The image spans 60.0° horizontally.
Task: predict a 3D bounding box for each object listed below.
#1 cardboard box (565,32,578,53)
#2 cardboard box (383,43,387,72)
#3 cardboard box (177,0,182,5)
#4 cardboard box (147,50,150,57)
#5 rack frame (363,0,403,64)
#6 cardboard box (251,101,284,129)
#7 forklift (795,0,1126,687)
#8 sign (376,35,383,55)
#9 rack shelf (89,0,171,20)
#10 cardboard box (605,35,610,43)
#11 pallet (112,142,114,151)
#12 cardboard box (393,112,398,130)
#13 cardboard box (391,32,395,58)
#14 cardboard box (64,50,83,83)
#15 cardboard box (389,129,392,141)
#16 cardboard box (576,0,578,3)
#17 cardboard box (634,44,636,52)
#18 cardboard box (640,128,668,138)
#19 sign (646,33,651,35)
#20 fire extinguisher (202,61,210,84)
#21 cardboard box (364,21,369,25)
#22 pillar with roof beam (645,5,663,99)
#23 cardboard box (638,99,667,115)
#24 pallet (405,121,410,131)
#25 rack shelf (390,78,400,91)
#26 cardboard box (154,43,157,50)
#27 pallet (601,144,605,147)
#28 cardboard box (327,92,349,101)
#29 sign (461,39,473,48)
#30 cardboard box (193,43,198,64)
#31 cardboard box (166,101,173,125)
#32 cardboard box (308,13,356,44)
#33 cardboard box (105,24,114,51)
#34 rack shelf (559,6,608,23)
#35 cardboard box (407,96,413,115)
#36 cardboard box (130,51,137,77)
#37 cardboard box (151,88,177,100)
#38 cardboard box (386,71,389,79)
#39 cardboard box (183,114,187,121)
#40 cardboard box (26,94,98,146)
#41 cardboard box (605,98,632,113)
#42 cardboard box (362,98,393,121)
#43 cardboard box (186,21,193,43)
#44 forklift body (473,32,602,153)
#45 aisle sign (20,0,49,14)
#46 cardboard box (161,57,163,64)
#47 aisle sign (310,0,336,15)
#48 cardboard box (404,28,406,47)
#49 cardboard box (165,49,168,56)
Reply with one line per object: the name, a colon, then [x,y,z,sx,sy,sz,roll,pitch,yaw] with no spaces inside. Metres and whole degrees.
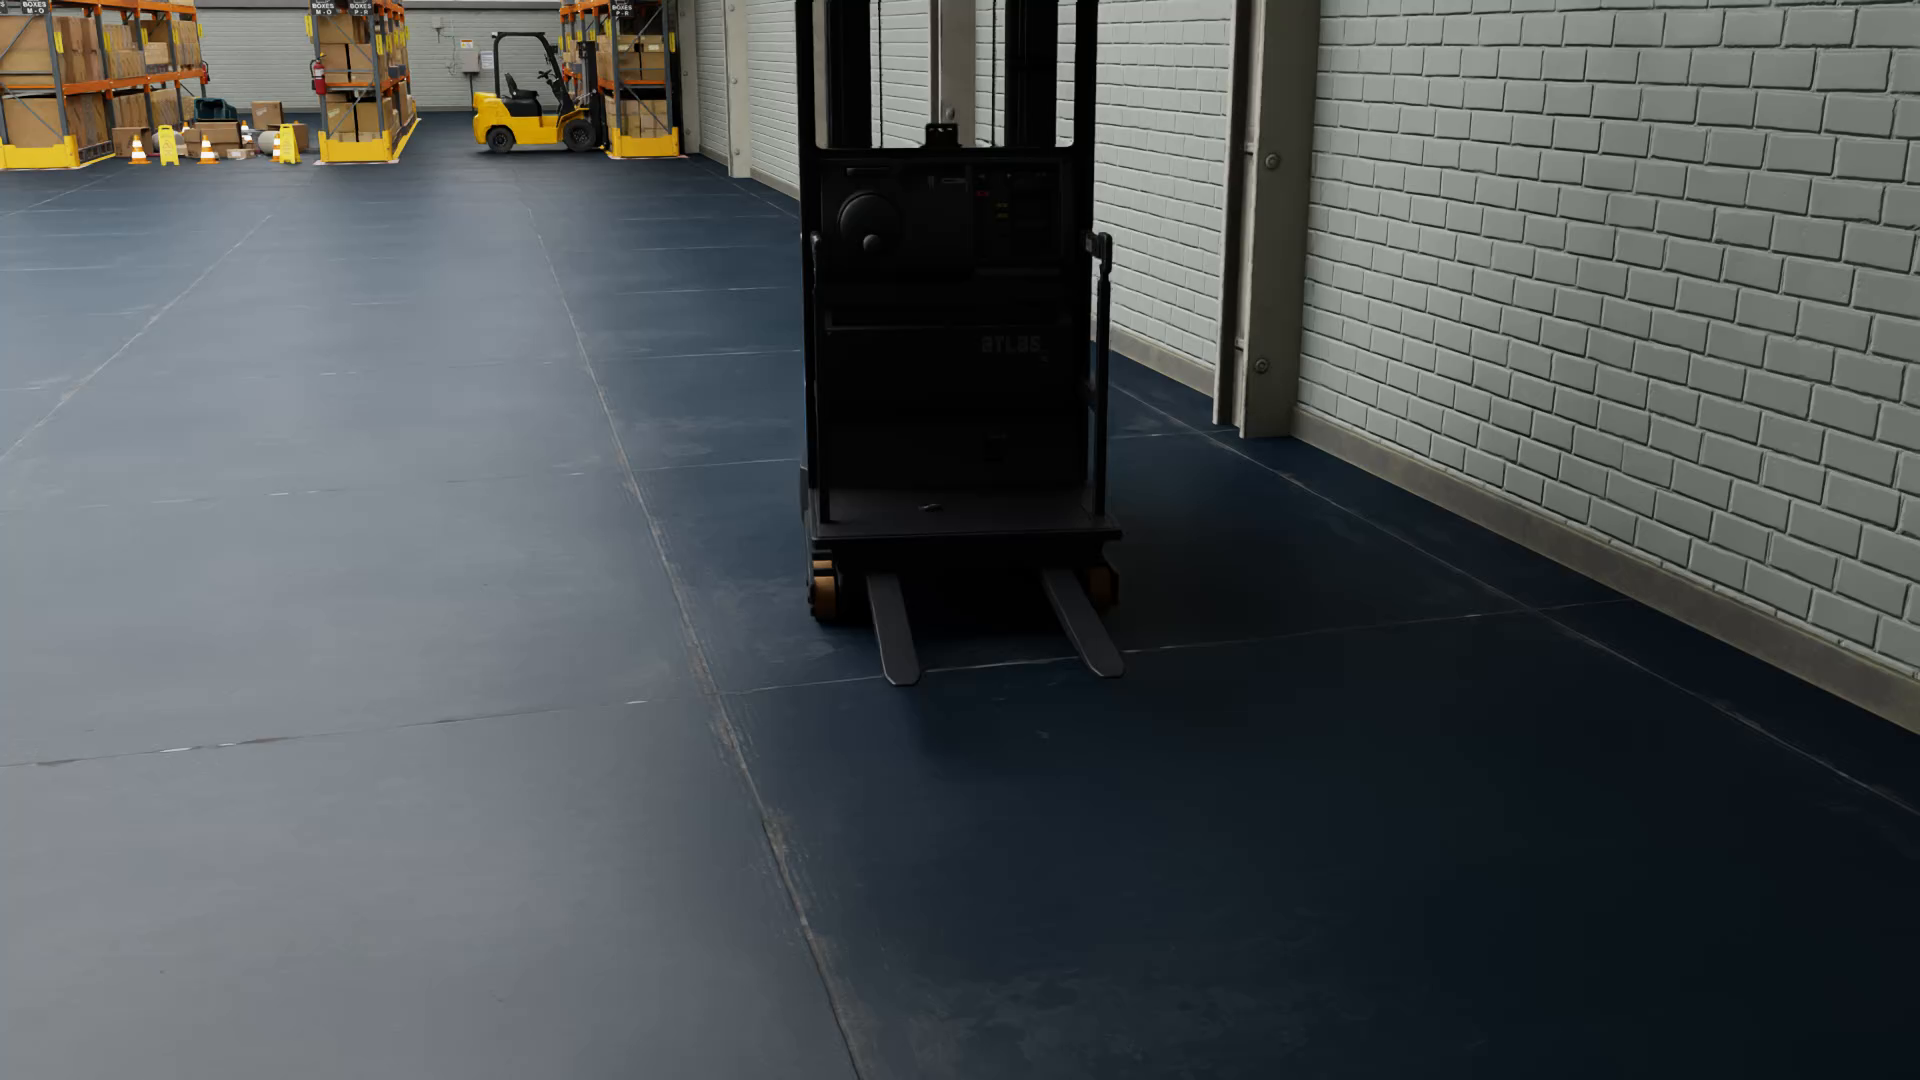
cardboard box: [-9.808,-12.705,42.475,0.500,0.500,0.500,-4,17,-14]
cardboard box: [-10.904,-8.926,30.764,0.500,0.500,0.500,-4,17,-14]
cardboard box: [-18.635,-12.715,39.114,0.500,0.250,0.500,-4,17,-13]
cardboard box: [-17.554,-10.403,35.559,0.380,0.149,0.250,-5,17,-15]
rack frame: [-13.759,-11.337,39.481,1.000,3.000,0.127,-5,17,-15]
cardboard box: [-13.264,-8.141,31.868,0.500,0.500,0.500,-5,17,-15]
forklift: [-0.020,-1.215,5.903,1.130,2.935,3.031,-2,17,-6]
sign: [-9.939,-8.475,28.449,0.100,0.325,0.005,-5,17,-15]
rack shelf: [-17.941,-11.457,35.915,1.077,0.370,4.000,-5,17,-15]
cardboard box: [-6.361,-9.269,30.776,0.380,0.149,0.250,-4,17,-14]
pallet: [-16.577,-7.577,31.810,1.003,0.211,1.213,-5,17,-15]
cardboard box: [-12.100,-8.603,34.215,0.950,0.372,0.625,-4,17,-13]
cardboard box: [-11.975,-10.237,34.397,0.500,0.500,0.500,-6,18,-19]
cardboard box: [-15.544,-8.085,28.392,0.875,0.550,0.550,-5,17,-15]
cardboard box: [-10.550,-7.289,30.053,0.500,0.250,0.500,-4,17,-13]
cardboard box: [-8.401,-12.251,37.569,0.500,0.250,0.500,-5,17,-15]
cardboard box: [-6.029,-9.382,31.669,0.380,0.149,0.250,-5,18,-17]
cardboard box: [-5.636,-7.447,30.579,0.500,0.250,0.500,-5,17,-15]
sign: [-6.256,-10.015,33.435,0.100,0.325,0.005,-5,17,-15]
fire extinguisher: [-19.215,-11.915,42.186,0.296,0.674,0.183,-5,17,-15]
cardboard box: [-14.150,-12.235,39.429,0.380,0.149,0.250,-5,17,-16]
pillar with roof beam: [-10.802,-12.868,34.148,9.100,9.000,0.400,-5,17,-15]
cardboard box: [-5.640,-7.922,30.424,0.500,0.250,0.500,-5,17,-16]
pallet: [-13.136,-9.456,38.066,1.003,0.211,1.213,-5,17,-15]
rack shelf: [-12.110,-9.333,34.059,1.077,0.370,4.000,-5,17,-15]
cardboard box: [-17.835,-10.827,36.456,0.380,0.149,0.250,-6,18,-18]
pallet: [-6.611,-7.959,33.082,1.003,0.211,1.213,-5,17,-15]
cardboard box: [-11.163,-7.939,29.786,0.380,0.149,0.250,-4,17,-14]
sign: [-14.480,-14.576,48.826,0.339,0.242,0.001,-5,17,-15]
cardboard box: [-19.082,-11.968,40.889,0.500,0.500,0.500,-5,17,-16]
cardboard box: [-17.768,-9.453,36.823,0.500,0.500,0.500,-5,17,-16]
cardboard box: [-10.811,-8.811,28.642,0.700,0.500,0.500,-5,17,-17]
cardboard box: [-16.716,-9.651,31.954,0.700,0.500,0.500,-5,17,-15]
rack shelf: [-9.537,-13.376,42.304,1.077,0.370,4.000,-5,17,-15]
cardboard box: [-14.321,-10.991,42.050,0.875,0.438,0.875,-4,17,-14]
cardboard box: [-16.736,-9.480,33.123,0.500,0.500,0.500,-5,17,-16]
cardboard box: [-18.043,-10.095,37.657,0.500,0.250,0.500,-5,17,-17]
cardboard box: [-11.104,-8.871,31.706,0.380,0.149,0.250,-4,17,-14]
cardboard box: [-18.282,-9.880,38.854,0.380,0.149,0.250,-5,18,-18]
cardboard box: [-15.935,-7.460,29.537,0.875,0.875,0.875,-5,17,-15]
cardboard box: [-6.410,-8.157,31.204,0.500,0.250,0.500,-4,17,-15]
cardboard box: [-10.998,-8.085,31.399,0.500,0.500,0.500,-4,17,-14]
cardboard box: [-18.934,-12.303,40.268,0.500,0.500,0.500,-4,17,-12]
forklift body: [-7.965,-8.385,31.128,2.313,2.155,1.214,-5,17,-15]
aisle sign: [-14.885,-8.848,26.674,0.394,0.787,0.004,-5,17,-15]
cardboard box: [-17.984,-10.694,37.047,0.380,0.149,0.250,-6,18,-18]
aisle sign: [-10.723,-9.223,27.923,0.394,0.787,0.004,-5,17,-15]
cardboard box: [-14.325,-12.714,42.151,0.500,0.500,0.500,-5,17,-15]
cardboard box: [-18.191,-11.047,37.703,0.380,0.149,0.250,-4,17,-14]
